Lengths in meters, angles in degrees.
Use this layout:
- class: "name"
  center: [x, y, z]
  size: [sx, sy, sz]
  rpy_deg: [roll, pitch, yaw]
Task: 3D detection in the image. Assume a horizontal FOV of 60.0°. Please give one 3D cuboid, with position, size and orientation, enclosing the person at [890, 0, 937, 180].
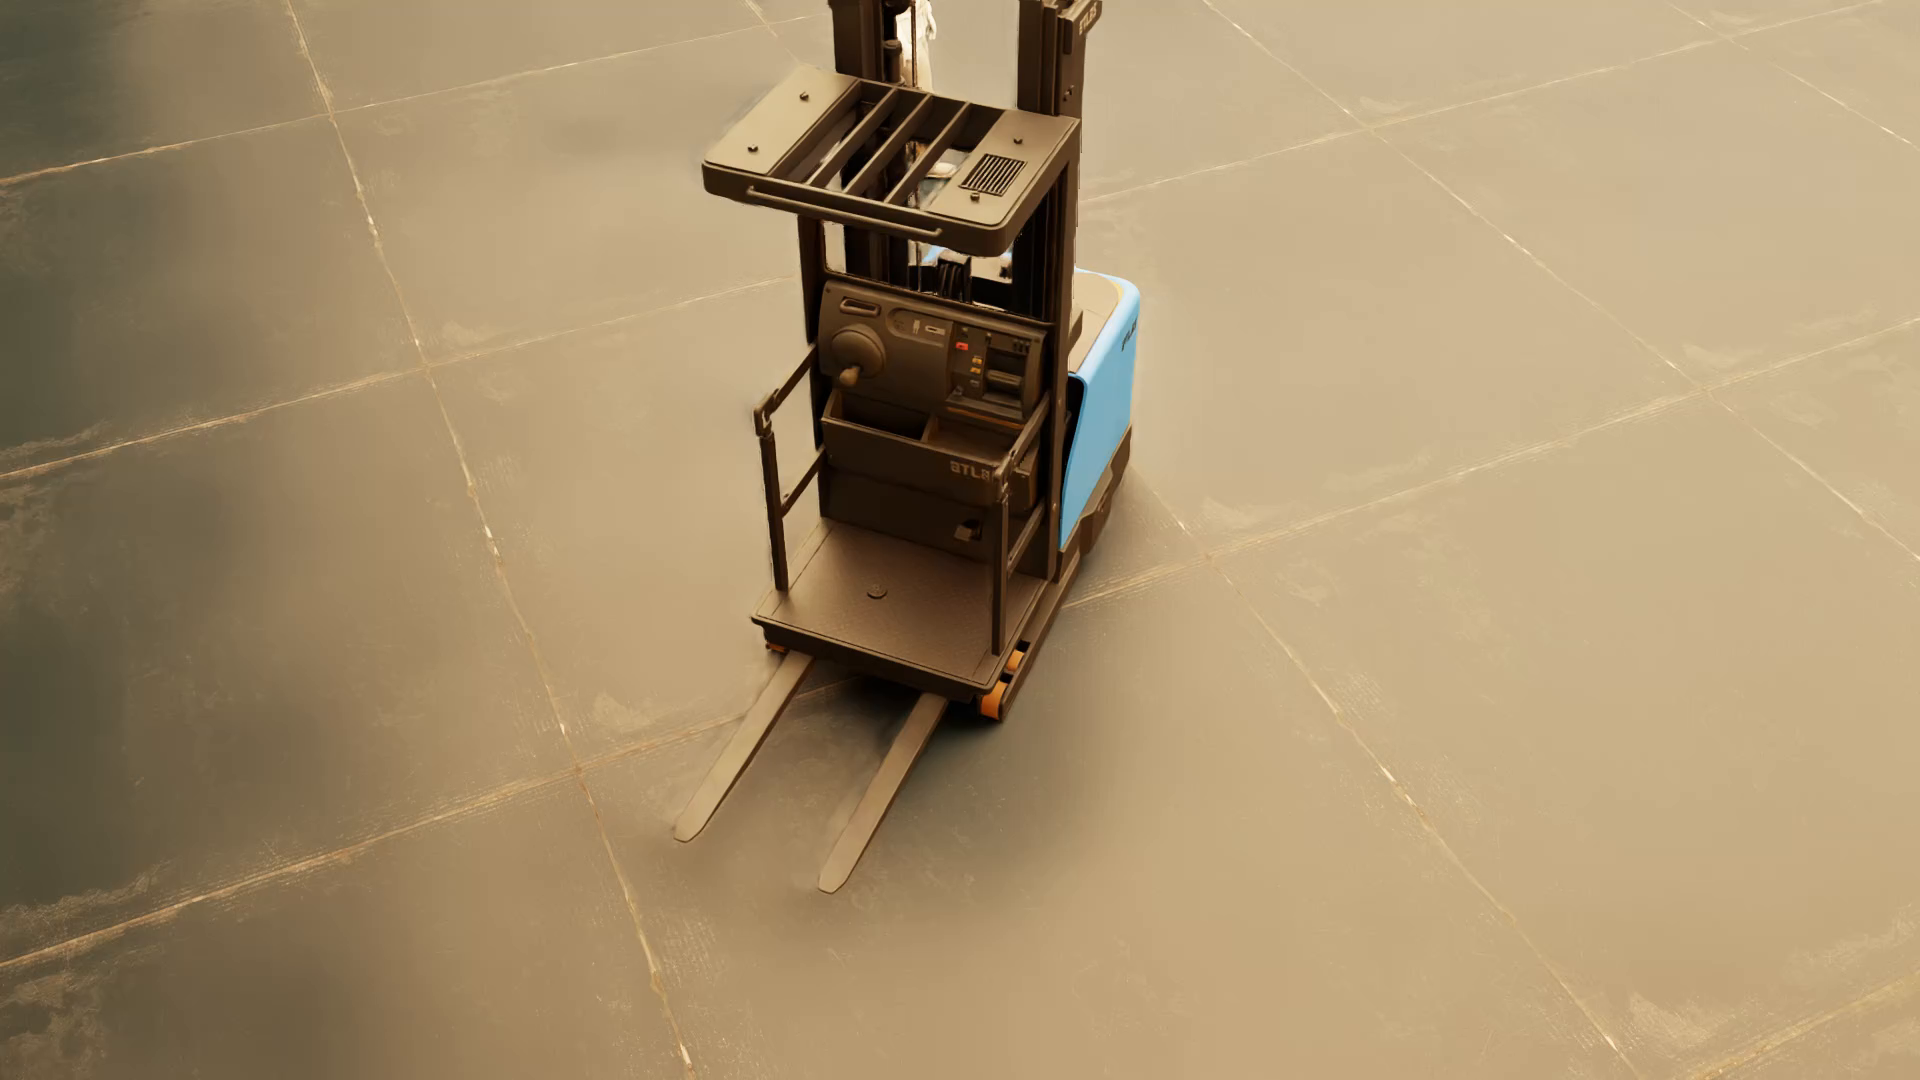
- class: "person"
  center: [-0.287, -2.957, 9.771]
  size: [0.374, 1.679, 0.579]
  rpy_deg: [3, 43, 3]

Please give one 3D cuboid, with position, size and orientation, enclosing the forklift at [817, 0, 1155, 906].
- class: "forklift"
  center: [0.067, -0.617, 6.341]
  size: [1.130, 2.935, 3.031]
  rpy_deg: [-2, 43, -2]
